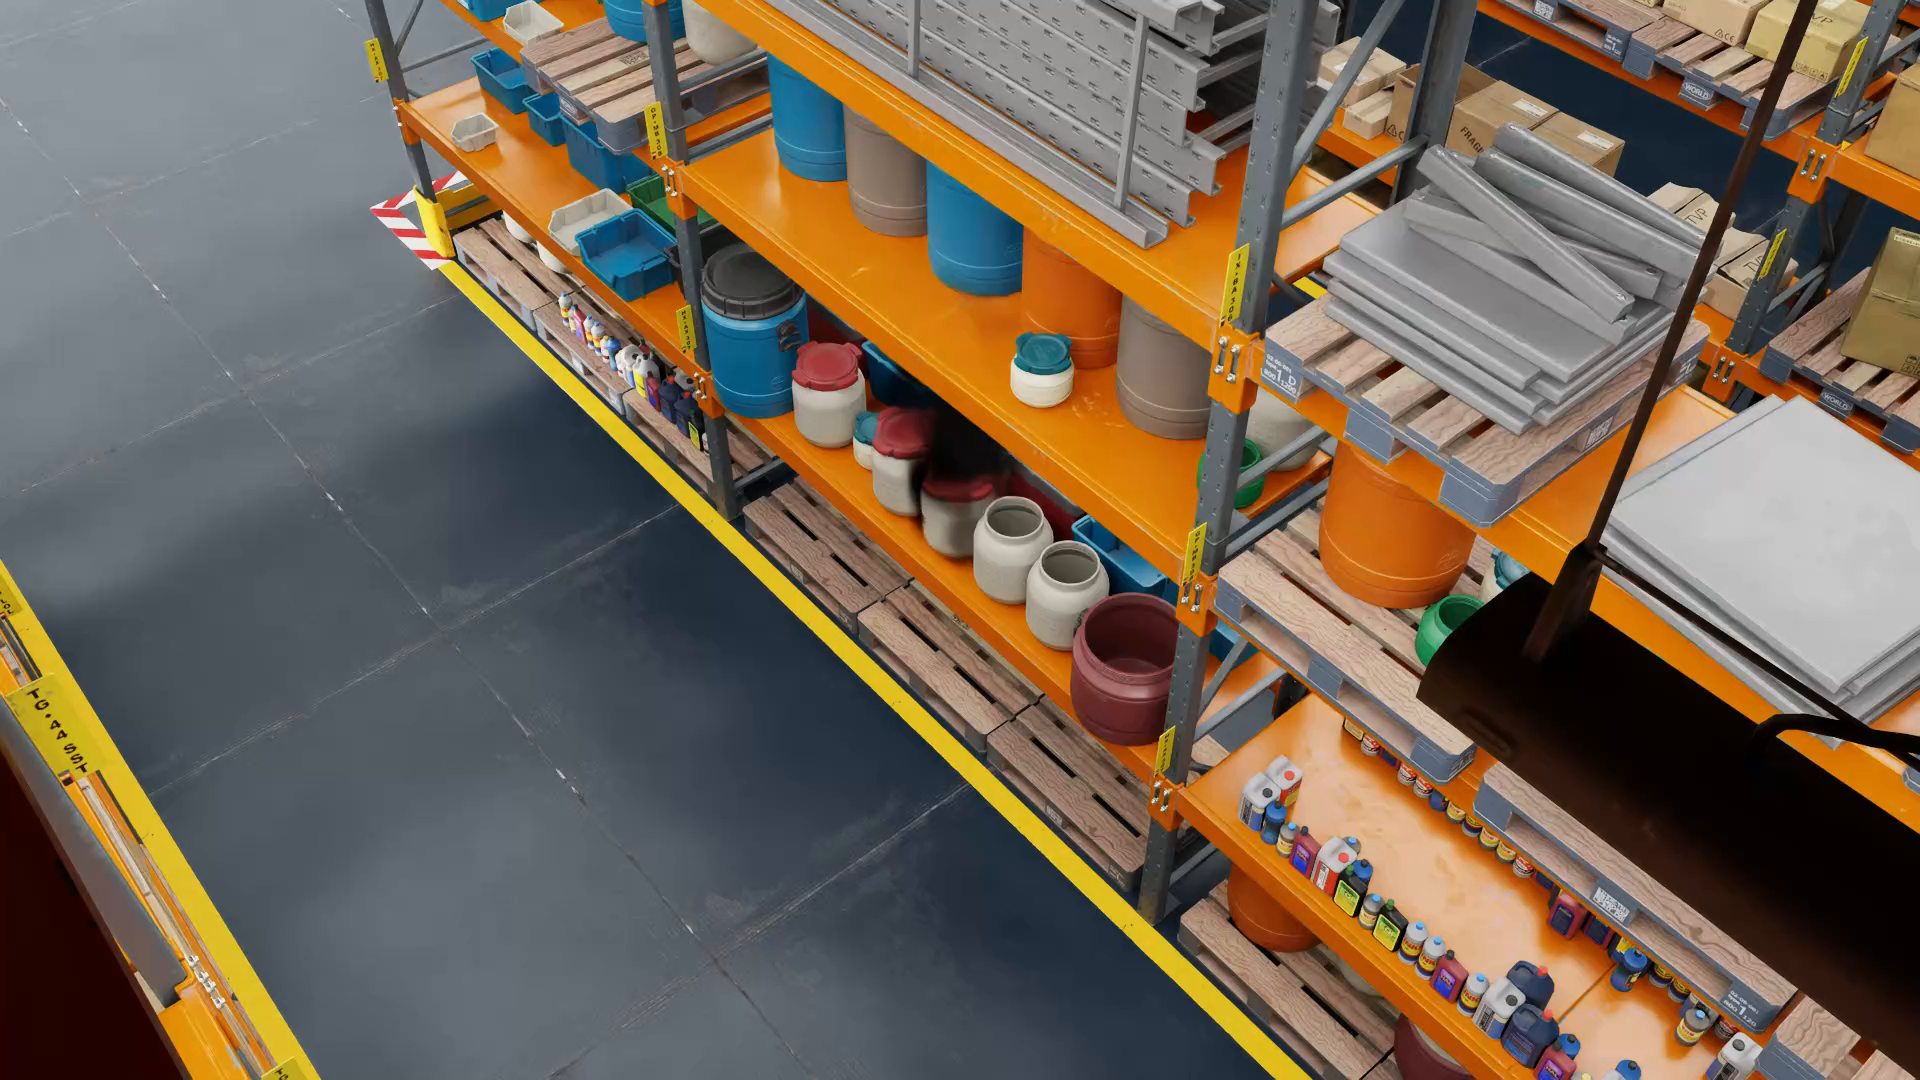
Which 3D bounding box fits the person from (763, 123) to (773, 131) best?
[{"bbox_3d":[-1.258,-2.832,12.415,0.780,1.832,0.639,28,53,24],"label":"person"}]
